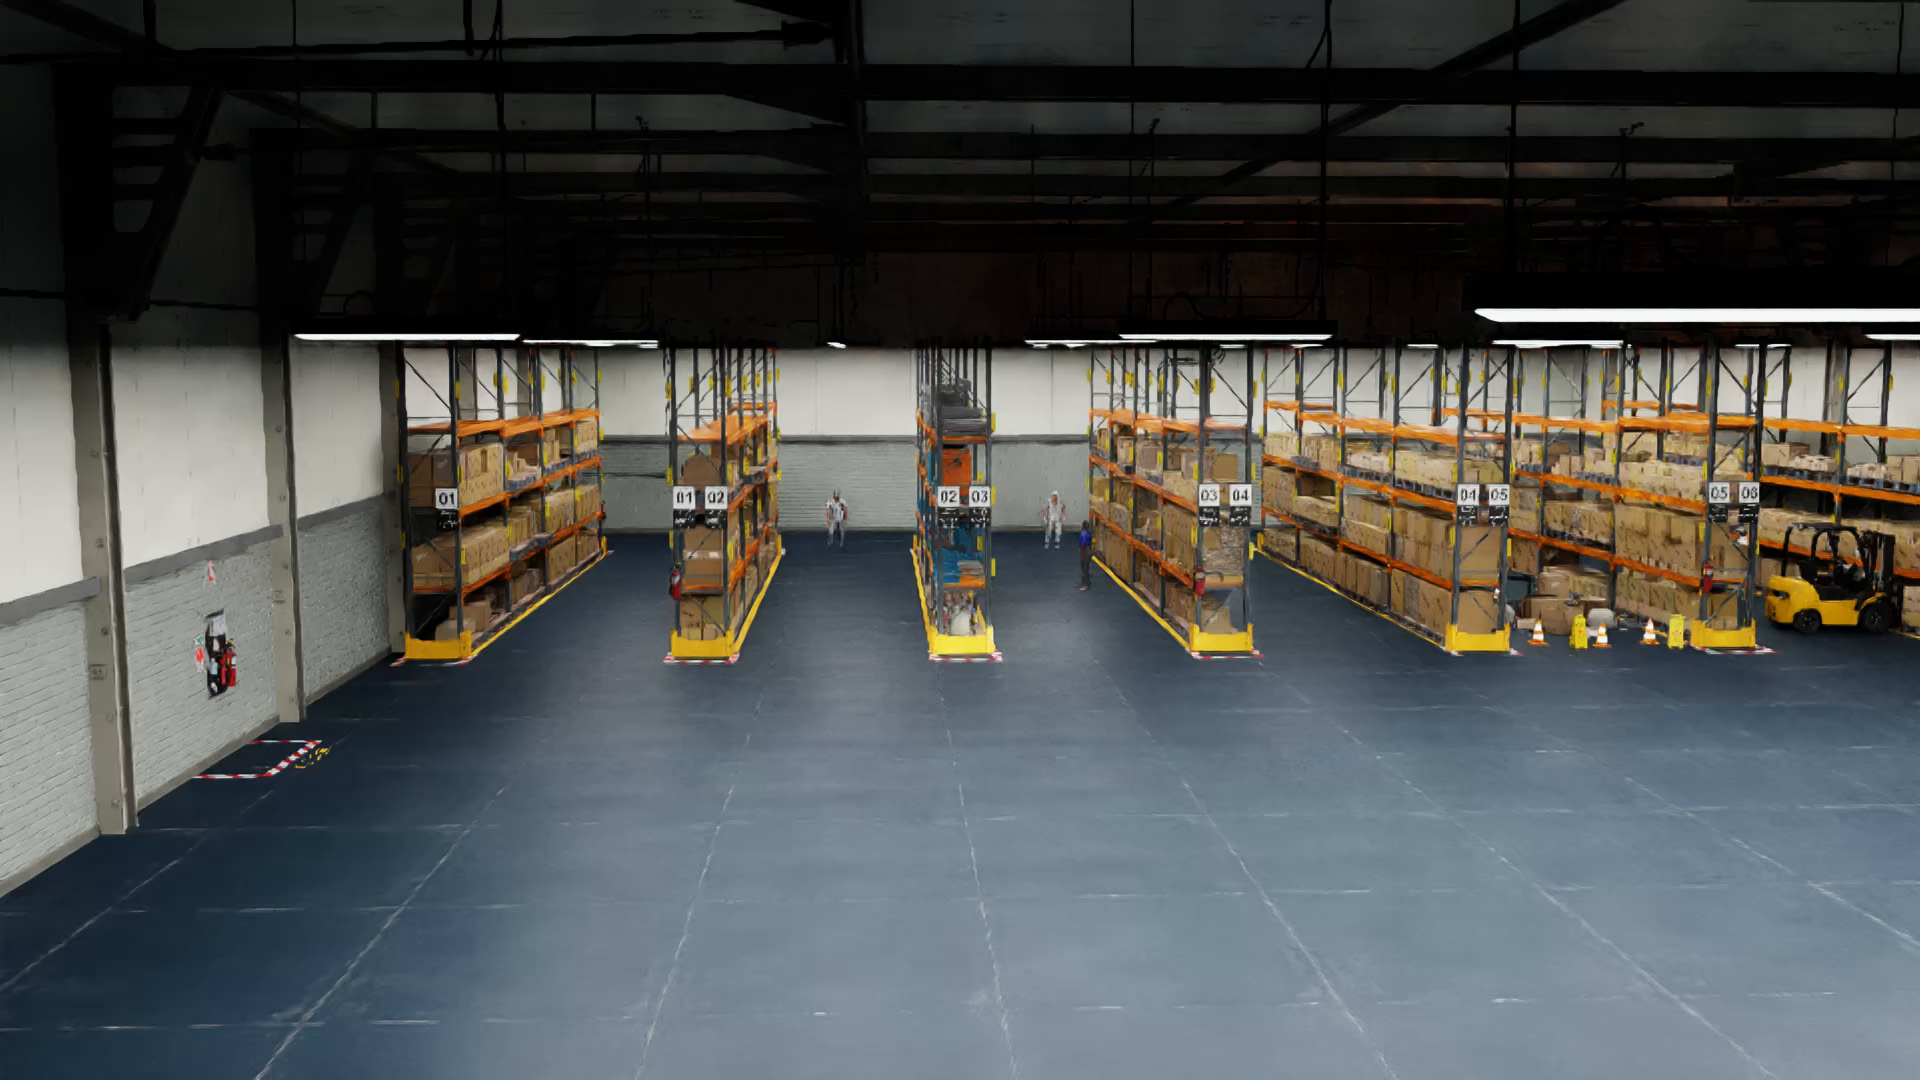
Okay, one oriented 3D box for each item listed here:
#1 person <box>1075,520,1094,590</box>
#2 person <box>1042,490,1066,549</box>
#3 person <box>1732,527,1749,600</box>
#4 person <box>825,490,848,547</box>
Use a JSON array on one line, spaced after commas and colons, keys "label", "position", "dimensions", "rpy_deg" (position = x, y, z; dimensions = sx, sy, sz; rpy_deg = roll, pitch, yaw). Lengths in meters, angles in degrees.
[{"label": "person", "position": [2.974, 0.356, 39.954], "dimensions": [0.463, 1.662, 0.498], "rpy_deg": [3, 7, 26]}, {"label": "person", "position": [2.715, -0.585, 48.013], "dimensions": [0.677, 1.742, 0.552], "rpy_deg": [0, 7, -4]}, {"label": "person", "position": [18.044, 0.521, 38.478], "dimensions": [0.561, 1.655, 0.596], "rpy_deg": [3, 7, 22]}, {"label": "person", "position": [-3.600, -0.628, 48.500], "dimensions": [0.682, 1.711, 0.536], "rpy_deg": [-1, 7, -5]}]
